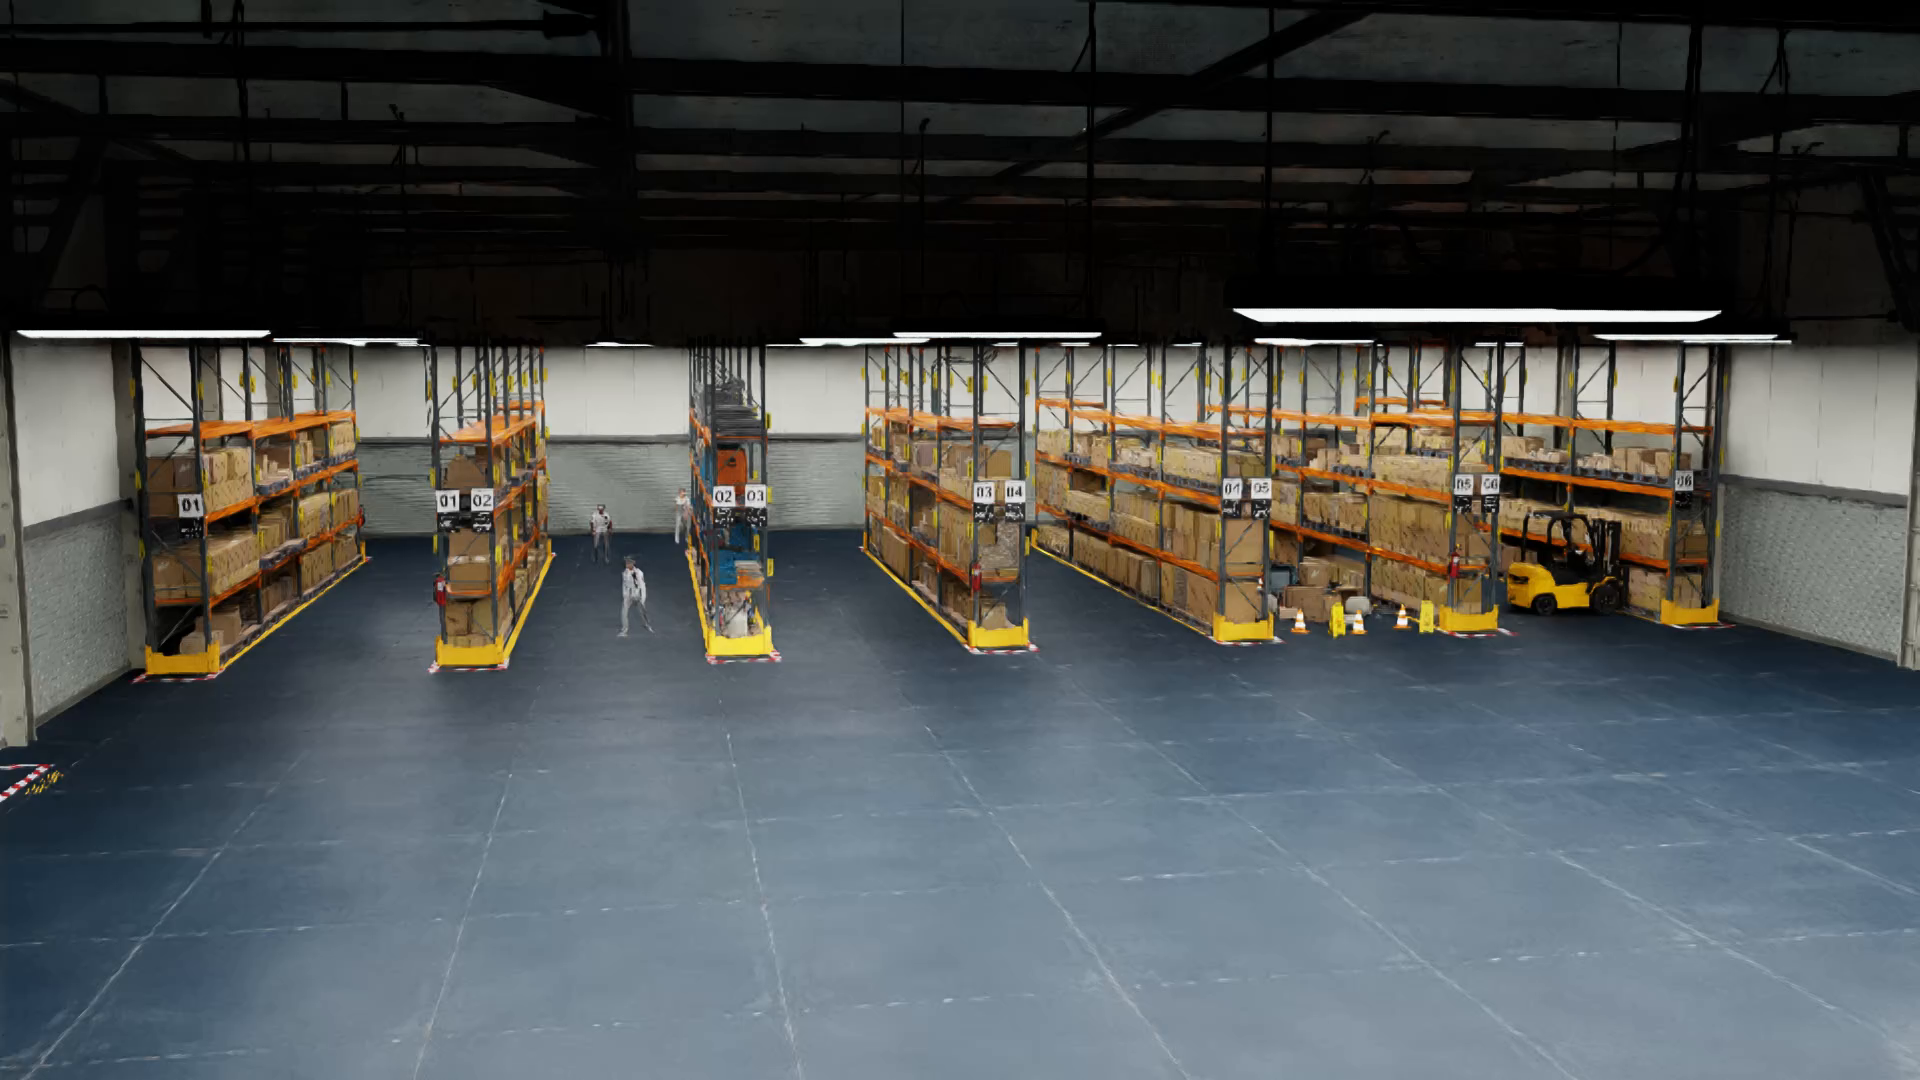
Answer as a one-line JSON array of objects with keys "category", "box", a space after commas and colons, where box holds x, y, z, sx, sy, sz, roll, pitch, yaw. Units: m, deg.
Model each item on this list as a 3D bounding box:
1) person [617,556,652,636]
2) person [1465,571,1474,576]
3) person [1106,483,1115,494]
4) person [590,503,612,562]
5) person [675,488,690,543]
[{"category": "person", "box": [-6.532, 1.099, 33.376, 0.521, 1.611, 0.938, 1, 7, 11]}, {"category": "person", "box": [11.621, 0.569, 38.004, 0.454, 1.599, 0.467, 2, 7, 20]}, {"category": "person", "box": [4.622, -0.912, 50.677, 0.459, 1.654, 0.638, -6, 9, -42]}, {"category": "person", "box": [-9.664, -0.207, 44.815, 0.592, 1.625, 0.532, -1, 7, -12]}, {"category": "person", "box": [-8.230, -0.745, 49.357, 0.444, 1.601, 1.006, 0, 7, -1]}]
